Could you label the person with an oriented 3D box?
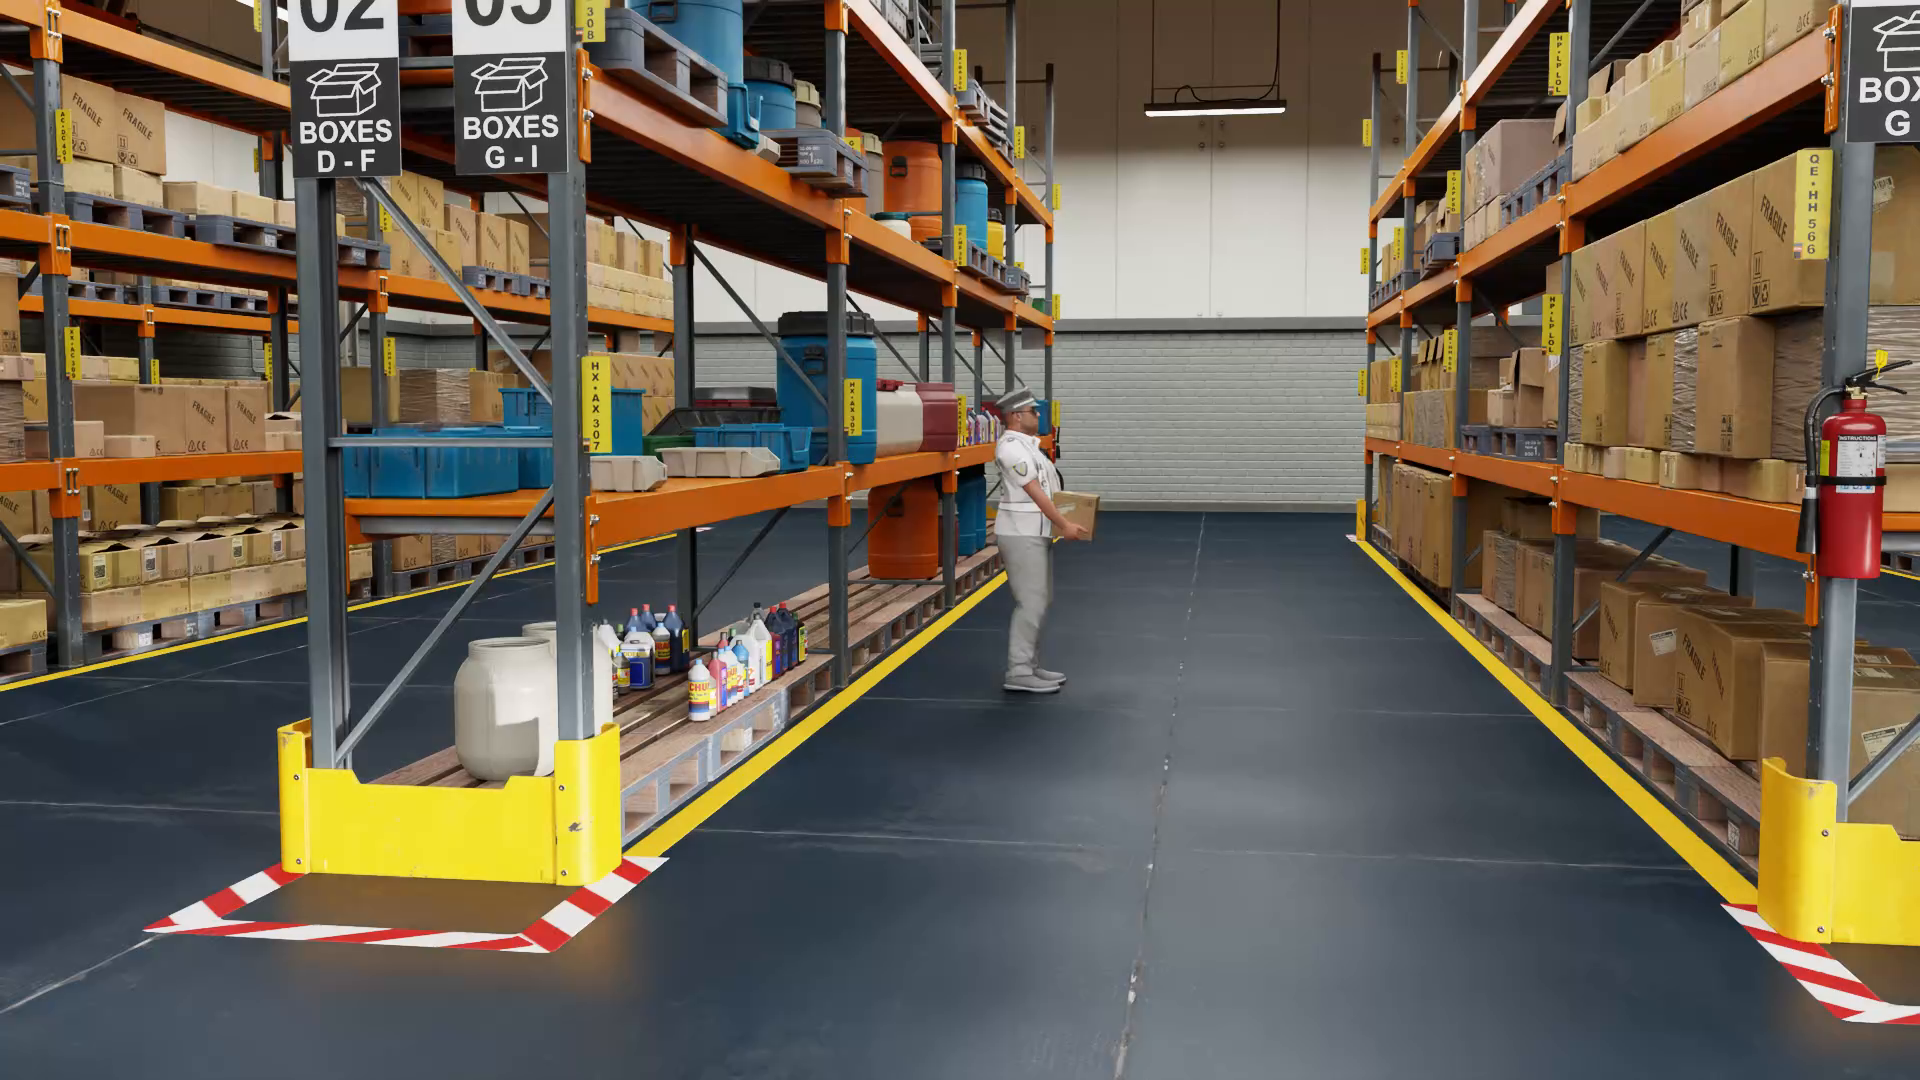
[{"bbox_3d":[0.396,-0.013,9.711,0.437,1.754,0.558,1,4,7],"label":"person"}]
